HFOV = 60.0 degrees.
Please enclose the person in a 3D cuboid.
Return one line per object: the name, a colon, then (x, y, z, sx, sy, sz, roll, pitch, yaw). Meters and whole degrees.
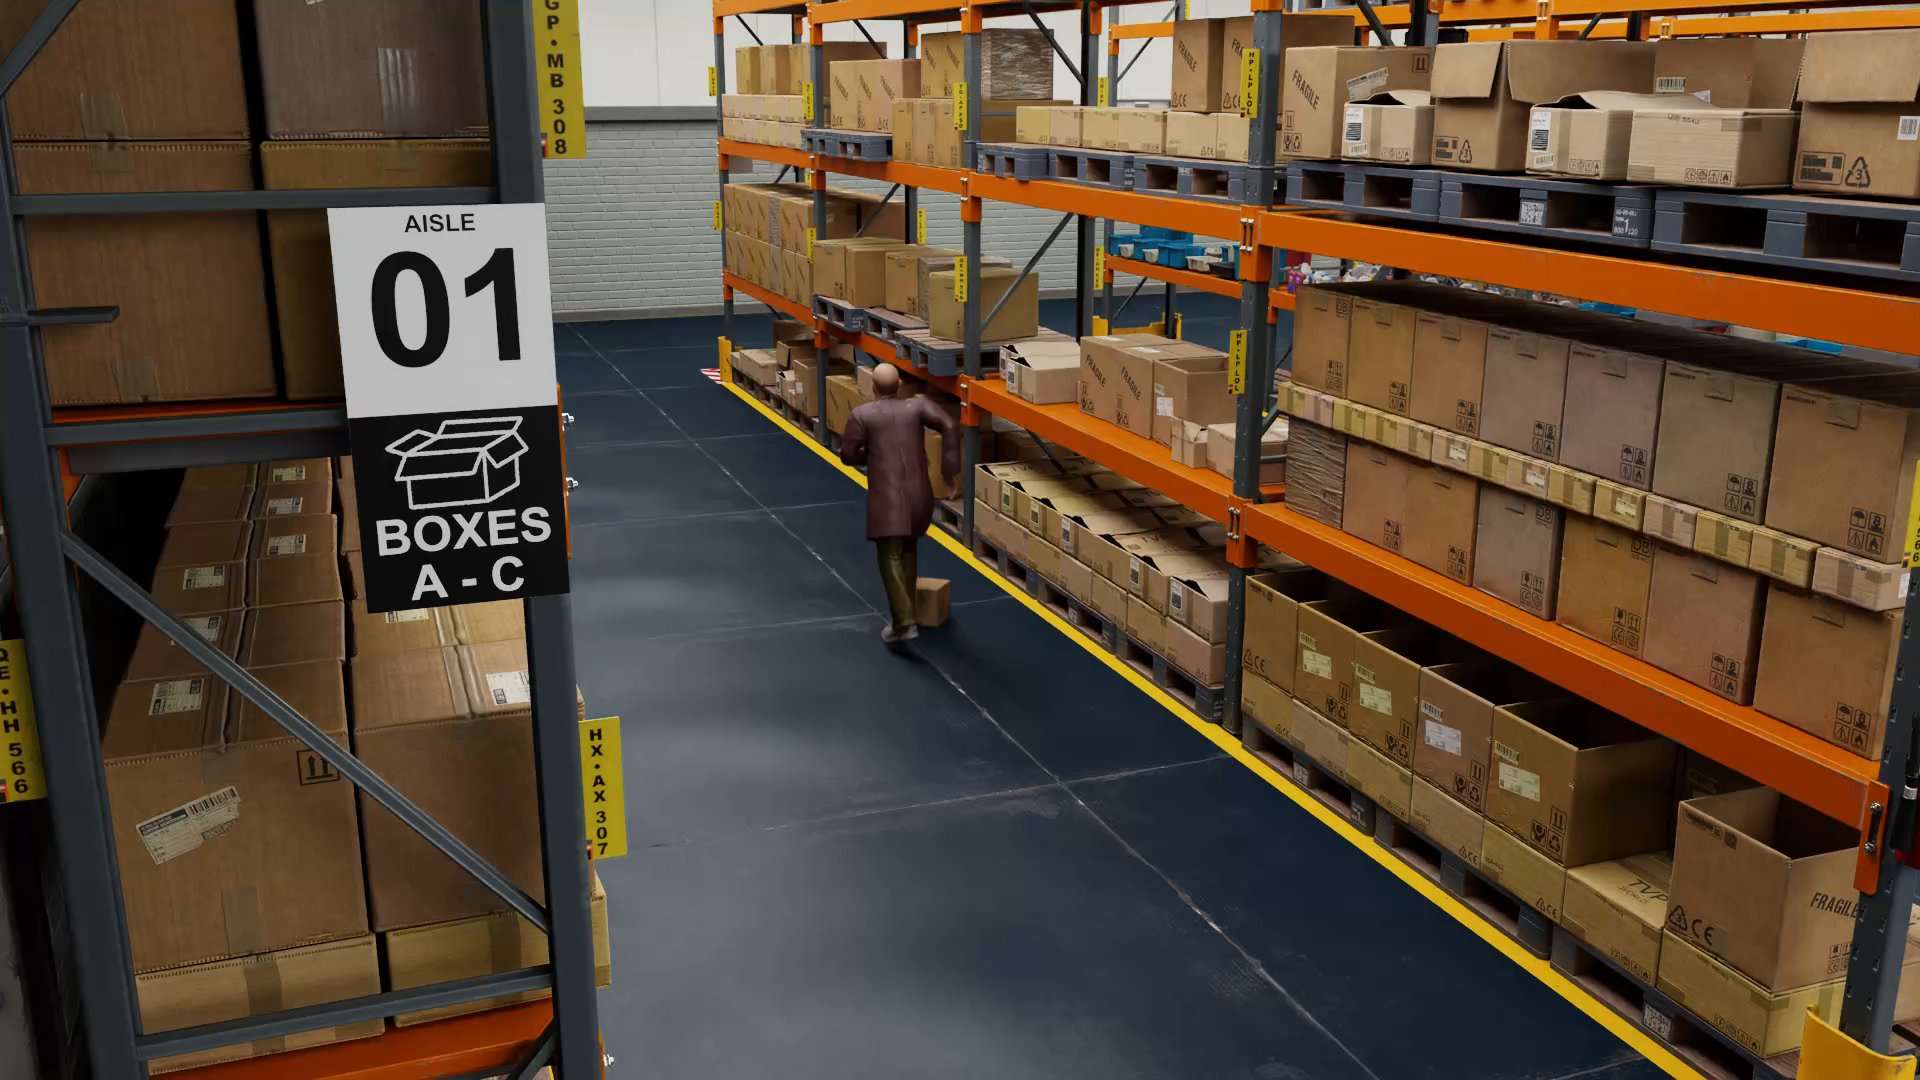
person: (-0.367, -0.228, 10.517, 0.692, 1.722, 1.044, -7, 17, -25)
